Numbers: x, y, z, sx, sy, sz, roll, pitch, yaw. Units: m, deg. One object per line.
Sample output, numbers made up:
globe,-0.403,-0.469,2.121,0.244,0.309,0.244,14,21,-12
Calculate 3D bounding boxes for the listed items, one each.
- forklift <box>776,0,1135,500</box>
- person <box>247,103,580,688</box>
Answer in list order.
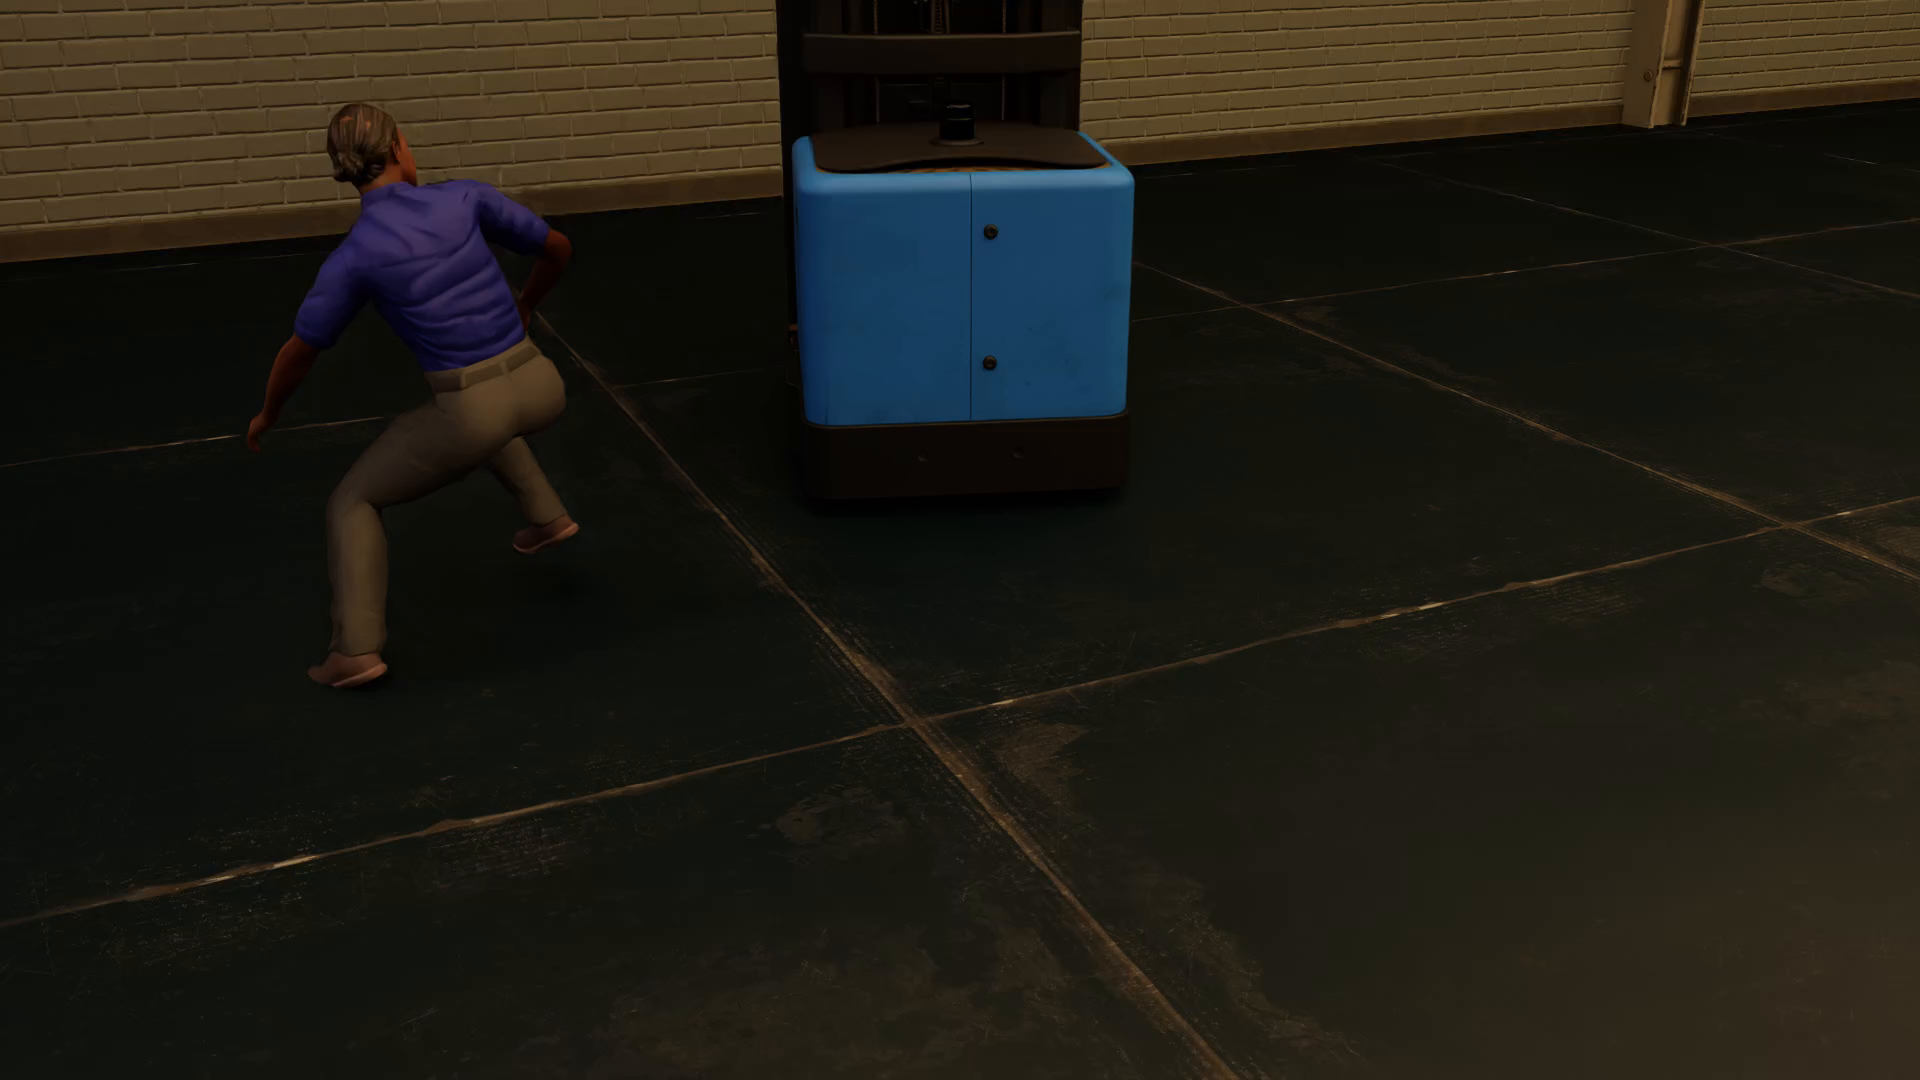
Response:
forklift,-0.137,-2.008,6.120,1.130,2.935,3.031,-3,23,-6
person,-1.394,-0.387,4.285,0.652,1.446,0.844,19,29,39
